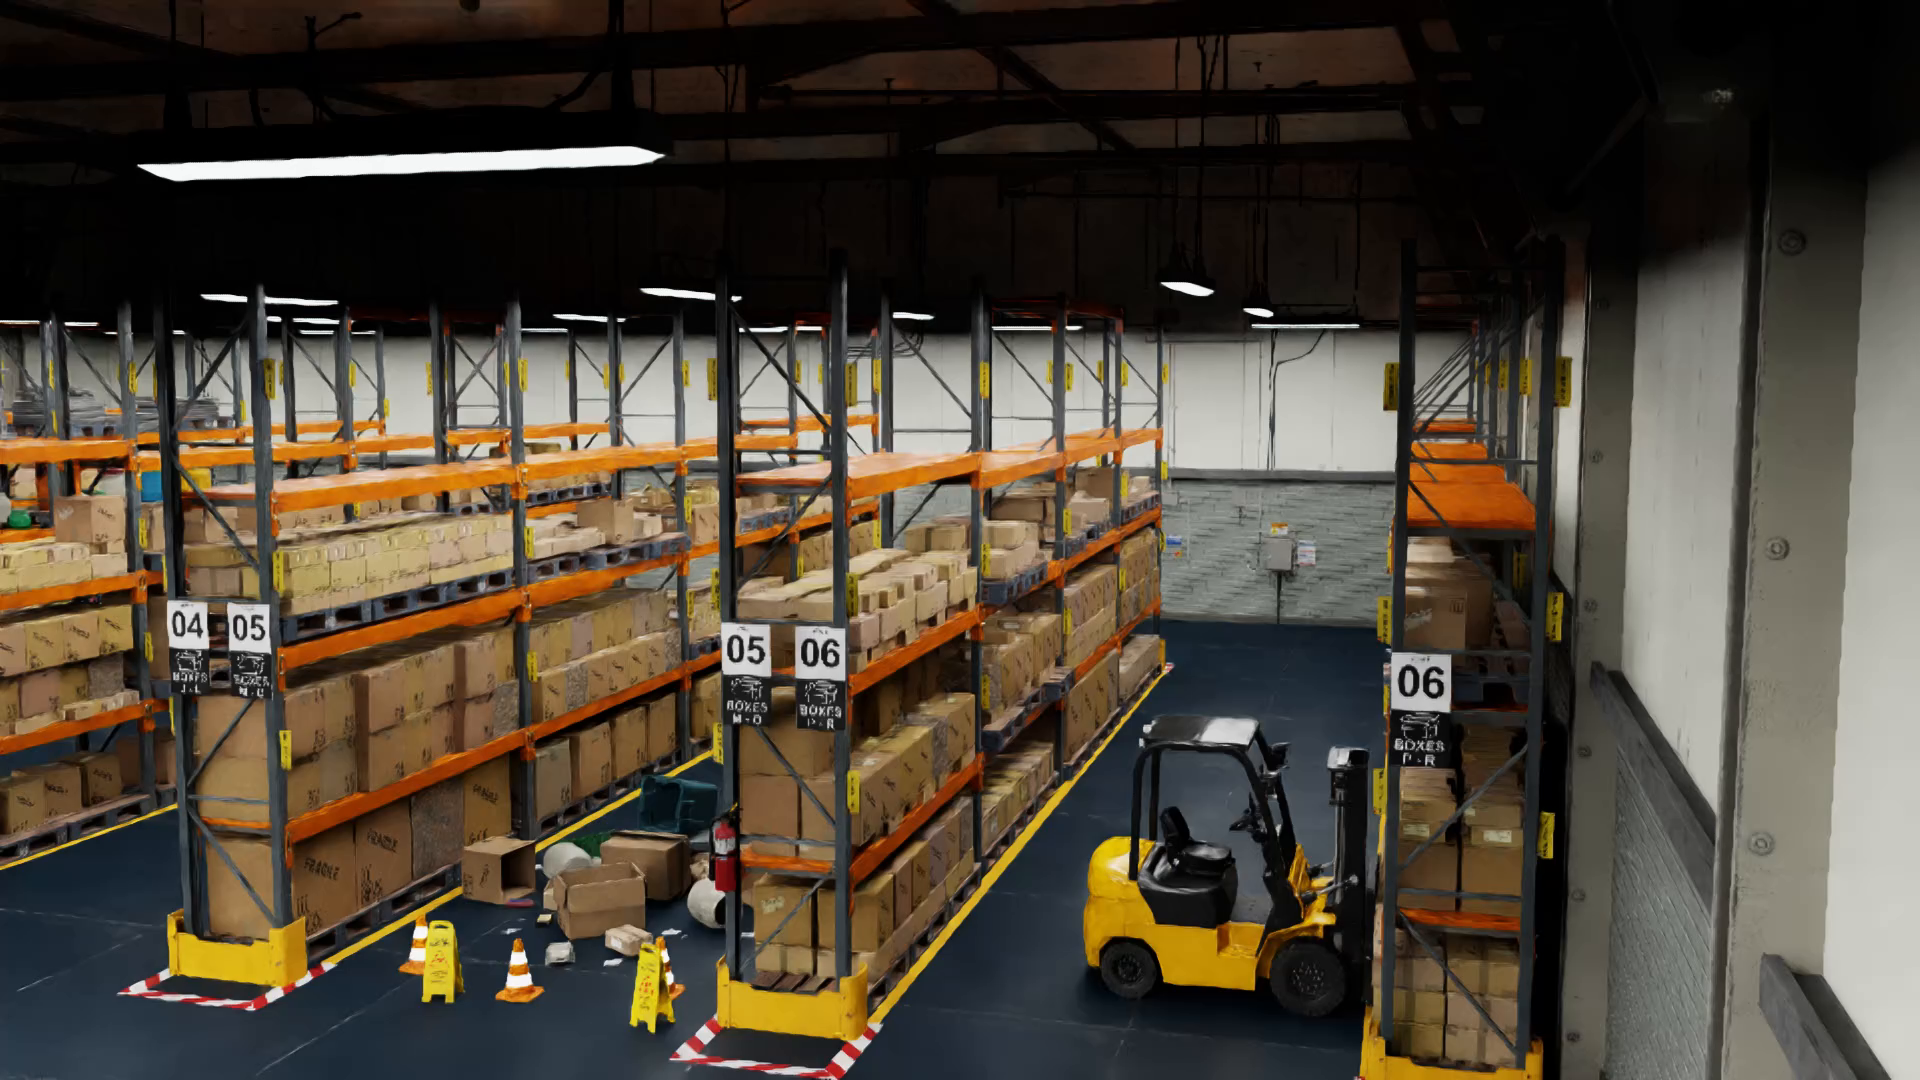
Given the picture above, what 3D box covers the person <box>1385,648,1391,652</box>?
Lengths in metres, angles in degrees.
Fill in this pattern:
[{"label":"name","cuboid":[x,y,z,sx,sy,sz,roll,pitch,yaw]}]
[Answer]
[{"label":"person","cuboid":[8.007,1.194,29.790,0.700,1.664,0.486,-1,6,-14]}]
